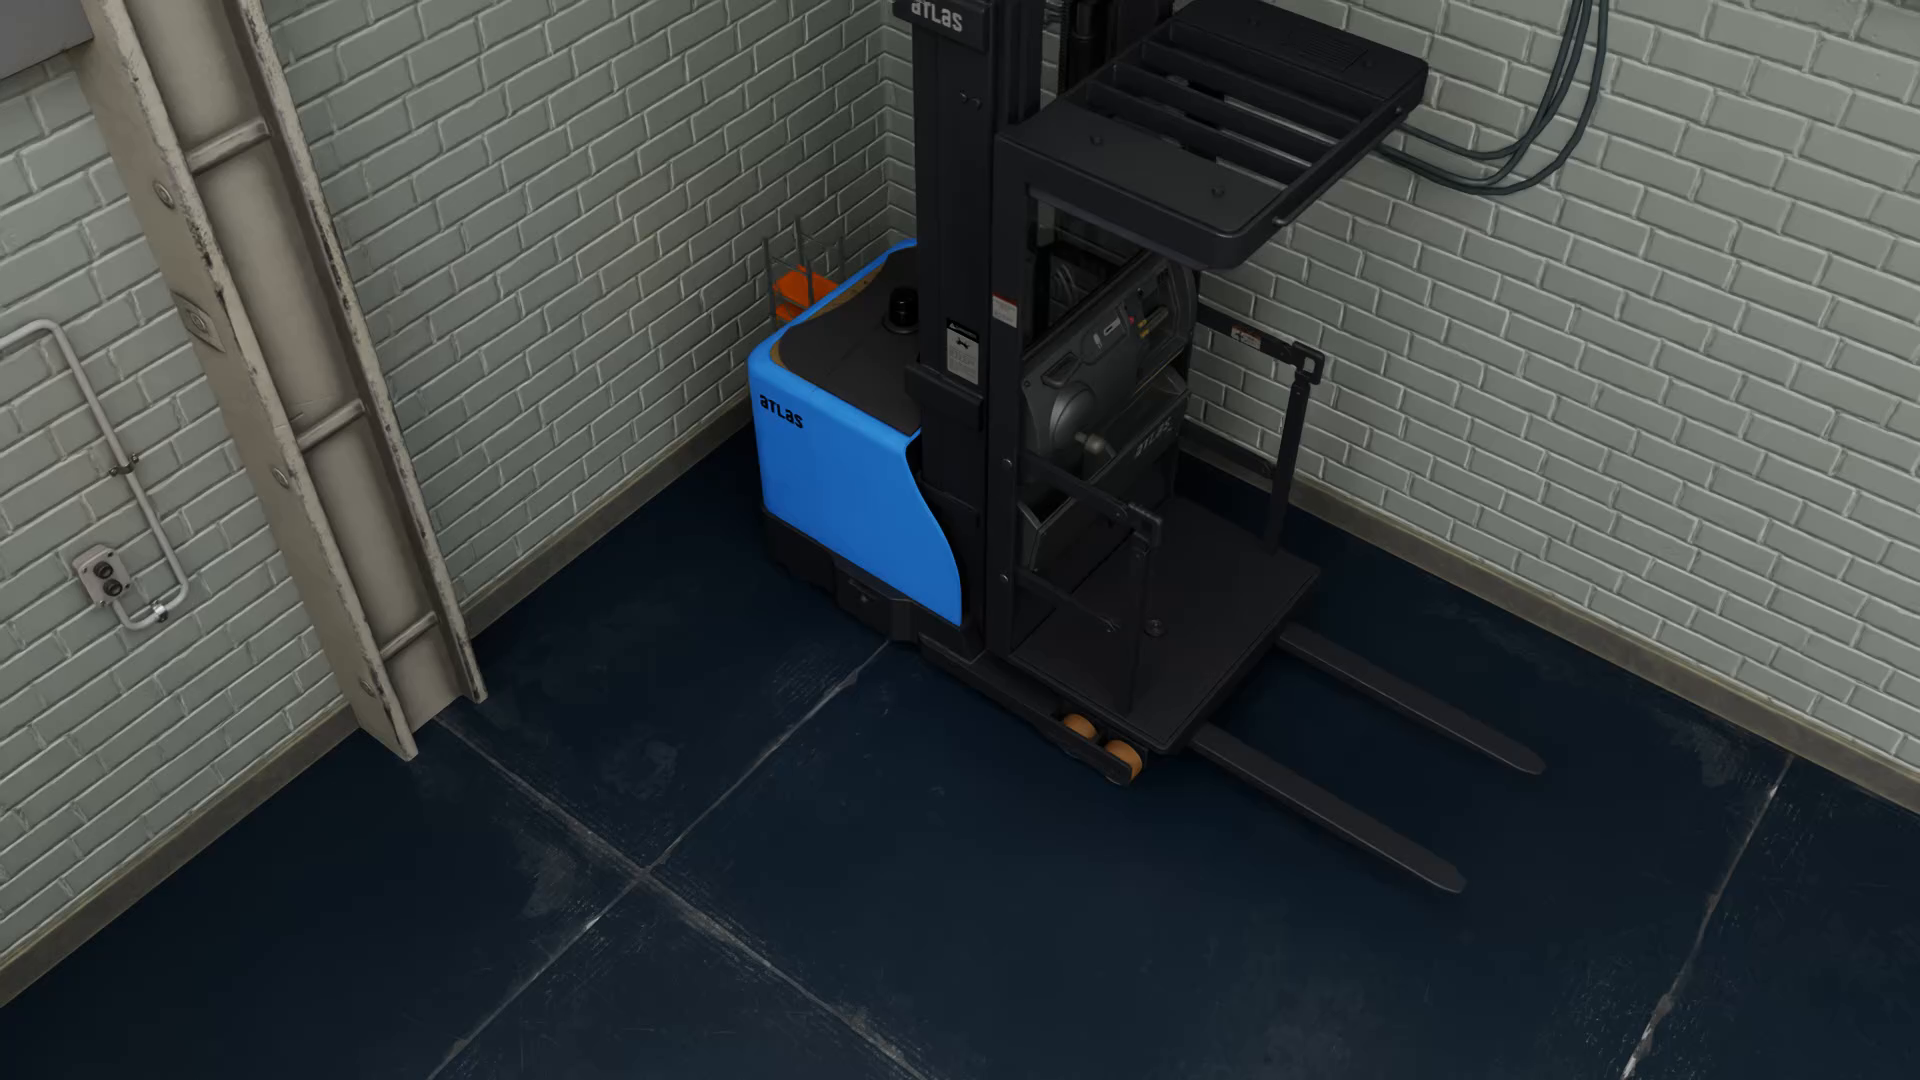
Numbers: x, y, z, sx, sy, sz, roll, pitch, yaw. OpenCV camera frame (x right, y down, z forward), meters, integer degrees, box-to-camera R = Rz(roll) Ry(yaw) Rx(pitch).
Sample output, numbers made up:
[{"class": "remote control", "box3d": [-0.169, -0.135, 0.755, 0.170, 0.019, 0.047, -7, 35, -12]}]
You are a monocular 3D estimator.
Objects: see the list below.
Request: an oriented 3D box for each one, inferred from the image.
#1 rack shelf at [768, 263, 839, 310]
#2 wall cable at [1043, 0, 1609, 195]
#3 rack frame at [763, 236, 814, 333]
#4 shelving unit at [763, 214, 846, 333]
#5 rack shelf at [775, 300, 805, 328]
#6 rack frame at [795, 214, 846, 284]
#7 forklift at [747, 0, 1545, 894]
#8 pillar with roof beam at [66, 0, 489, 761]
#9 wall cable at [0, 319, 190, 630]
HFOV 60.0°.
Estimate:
[{"class": "rack shelf", "box3d": [-0.600, -0.964, 6.568, 0.258, 0.103, 0.180, 30, 53, 26]}, {"class": "wall cable", "box3d": [0.736, -2.549, 5.273, 3.097, 2.526, 0.112, 29, 53, 25]}, {"class": "rack frame", "box3d": [-0.655, -0.693, 6.745, 0.240, 1.200, 0.006, 30, 53, 26]}, {"class": "shelving unit", "box3d": [-0.598, -0.745, 6.795, 0.258, 1.200, 0.189, 30, 53, 26]}, {"class": "rack shelf", "box3d": [-0.600, -0.880, 6.654, 0.258, 0.103, 0.180, 30, 53, 26]}, {"class": "rack frame", "box3d": [-0.542, -0.796, 6.844, 0.240, 1.200, 0.006, 30, 53, 26]}, {"class": "forklift", "box3d": [0.670, -0.560, 5.423, 3.031, 2.935, 1.130, 30, 53, 25]}, {"class": "pillar with roof beam", "box3d": [1.368, -0.567, 1.233, 9.100, 9.000, 0.400, 29, 53, 25]}, {"class": "wall cable", "box3d": [-2.970, 0.028, 4.111, 0.084, 1.984, 1.851, 29, 53, 25]}]
